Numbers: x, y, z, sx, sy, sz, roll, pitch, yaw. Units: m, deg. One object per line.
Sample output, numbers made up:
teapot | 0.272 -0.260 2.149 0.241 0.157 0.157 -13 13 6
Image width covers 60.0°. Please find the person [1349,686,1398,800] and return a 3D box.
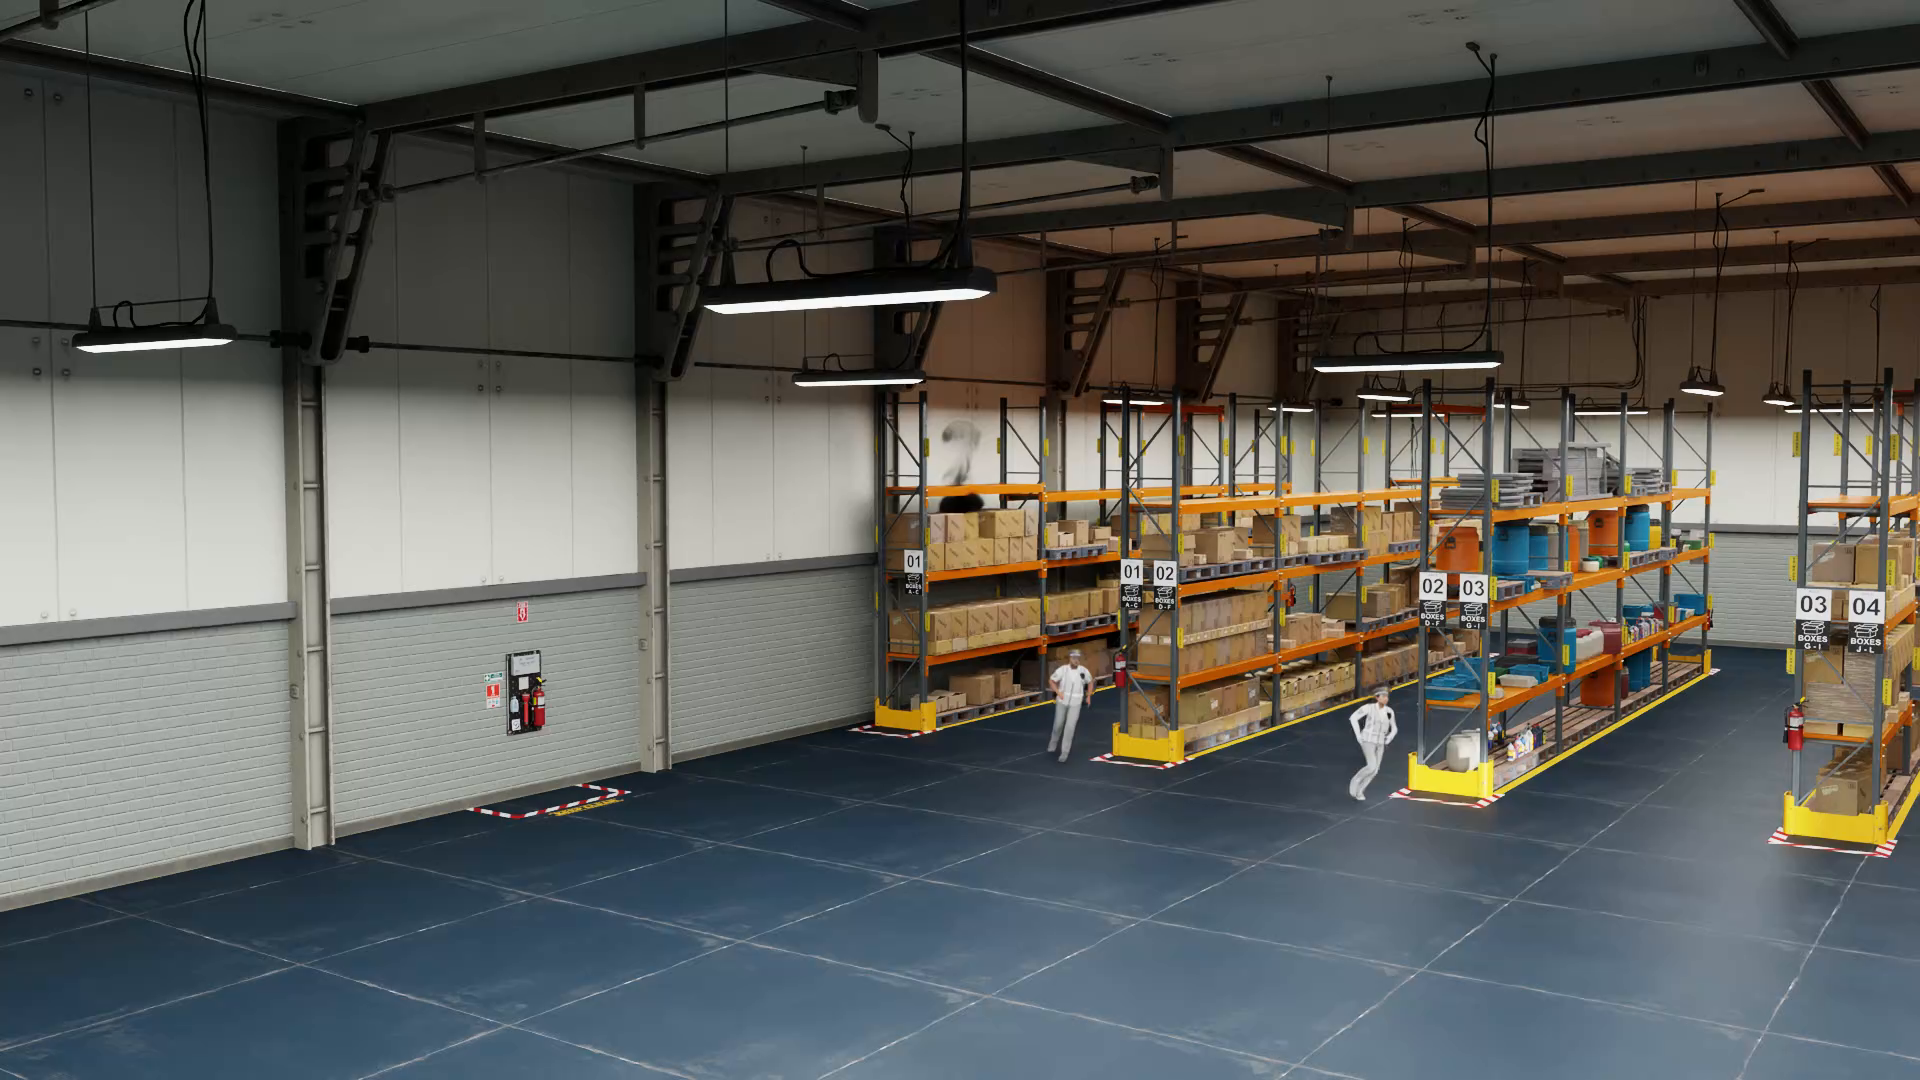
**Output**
person | 5.878 2.874 23.515 0.652 1.620 0.535 -1 3 -16

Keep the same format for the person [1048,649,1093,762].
person | 1.784 2.633 26.813 0.736 1.752 0.973 0 3 3
